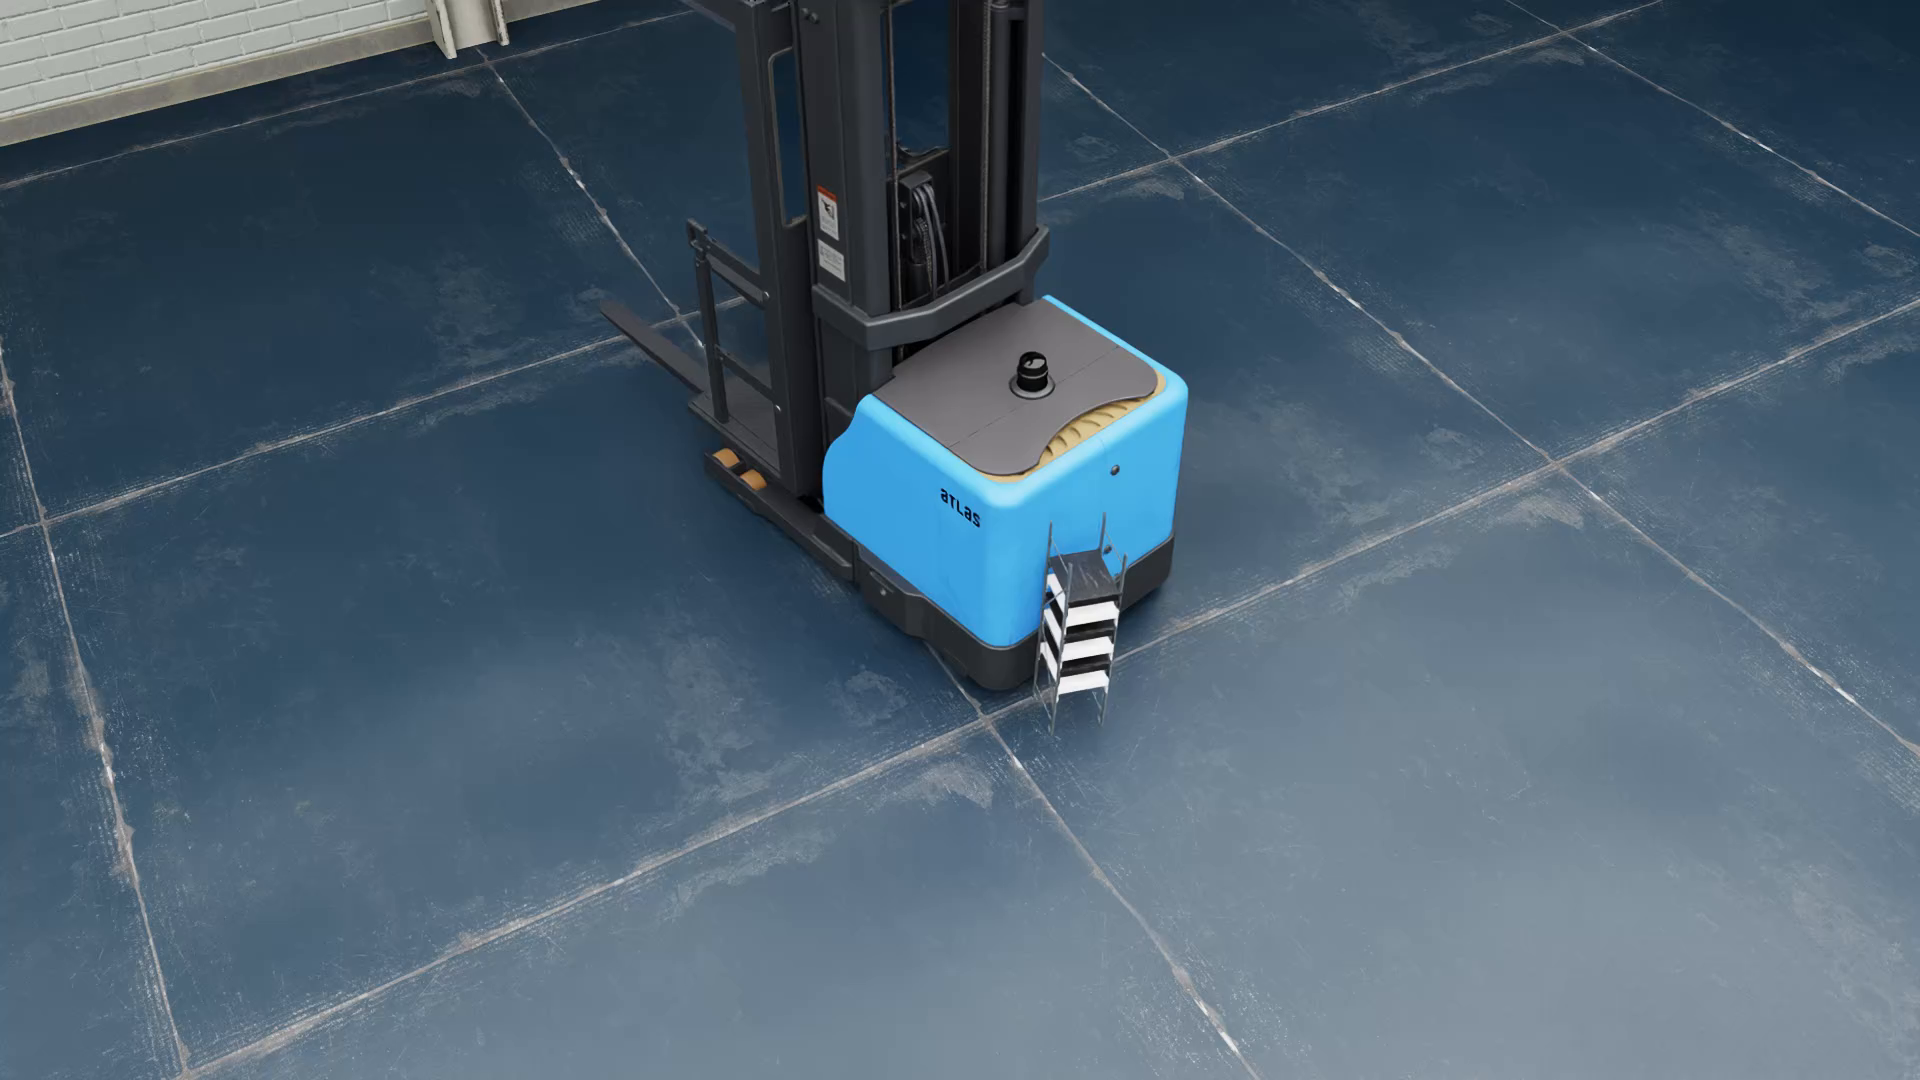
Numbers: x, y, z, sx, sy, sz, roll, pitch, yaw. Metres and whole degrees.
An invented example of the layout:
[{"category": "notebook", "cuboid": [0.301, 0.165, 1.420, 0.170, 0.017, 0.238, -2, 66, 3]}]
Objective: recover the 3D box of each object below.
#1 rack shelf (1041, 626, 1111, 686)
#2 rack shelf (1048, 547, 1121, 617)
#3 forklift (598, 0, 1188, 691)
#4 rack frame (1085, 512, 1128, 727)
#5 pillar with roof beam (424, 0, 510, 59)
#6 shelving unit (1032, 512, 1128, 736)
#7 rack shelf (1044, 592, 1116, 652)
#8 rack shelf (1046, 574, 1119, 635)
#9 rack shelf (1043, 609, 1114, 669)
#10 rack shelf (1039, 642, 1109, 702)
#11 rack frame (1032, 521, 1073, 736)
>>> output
[{"category": "rack shelf", "cuboid": [0.431, 0.417, 6.265, 0.200, 0.077, 0.258, -9, 44, -13]}, {"category": "rack shelf", "cuboid": [0.445, 0.152, 6.022, 0.200, 0.077, 0.258, -9, 44, -13]}, {"category": "forklift", "cuboid": [-0.485, -1.408, 6.526, 1.130, 2.935, 3.031, -32, 53, -29]}, {"category": "rack frame", "cuboid": [0.534, 0.310, 6.205, 0.006, 0.900, 0.240, -9, 44, -13]}, {"category": "pillar with roof beam", "cuboid": [-0.908, -3.749, 4.581, 0.400, 9.000, 9.100, -22, 48, -21]}, {"category": "shelving unit", "cuboid": [0.436, 0.326, 6.182, 0.210, 0.900, 0.258, -9, 44, -13]}, {"category": "rack shelf", "cuboid": [0.438, 0.284, 6.143, 0.200, 0.077, 0.258, -9, 44, -13]}, {"category": "rack shelf", "cuboid": [0.442, 0.218, 6.083, 0.200, 0.077, 0.258, -9, 44, -13]}, {"category": "rack shelf", "cuboid": [0.435, 0.351, 6.204, 0.200, 0.077, 0.258, -9, 44, -13]}, {"category": "rack shelf", "cuboid": [0.427, 0.484, 6.325, 0.200, 0.077, 0.258, -9, 44, -13]}, {"category": "rack frame", "cuboid": [0.338, 0.342, 6.158, 0.006, 0.900, 0.240, -9, 44, -13]}]
